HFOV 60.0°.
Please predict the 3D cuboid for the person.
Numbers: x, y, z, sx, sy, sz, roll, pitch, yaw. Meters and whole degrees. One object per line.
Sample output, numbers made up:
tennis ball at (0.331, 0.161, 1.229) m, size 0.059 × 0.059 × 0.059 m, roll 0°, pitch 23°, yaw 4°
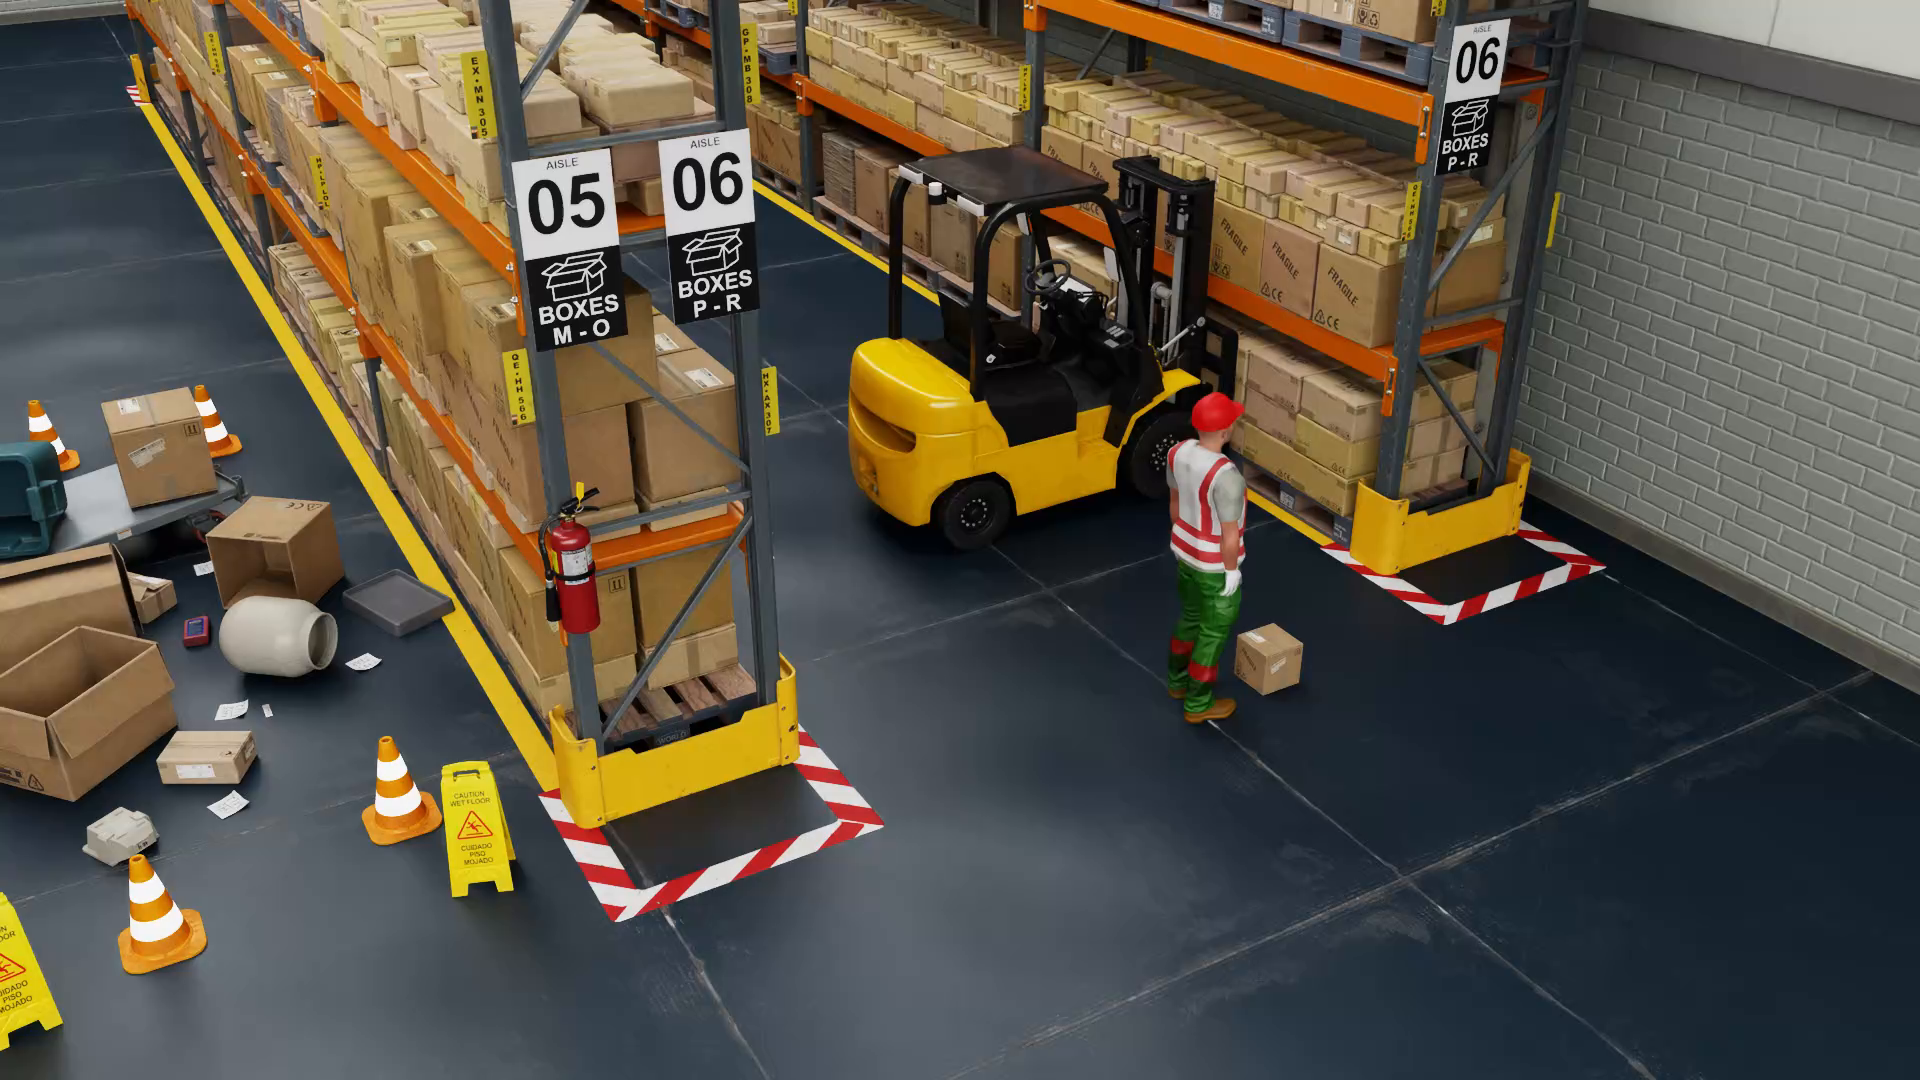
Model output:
person at (1.265, 0.075, 8.410) m, size 0.380 × 1.790 × 0.524 m, roll -15°, pitch 32°, yaw -25°
